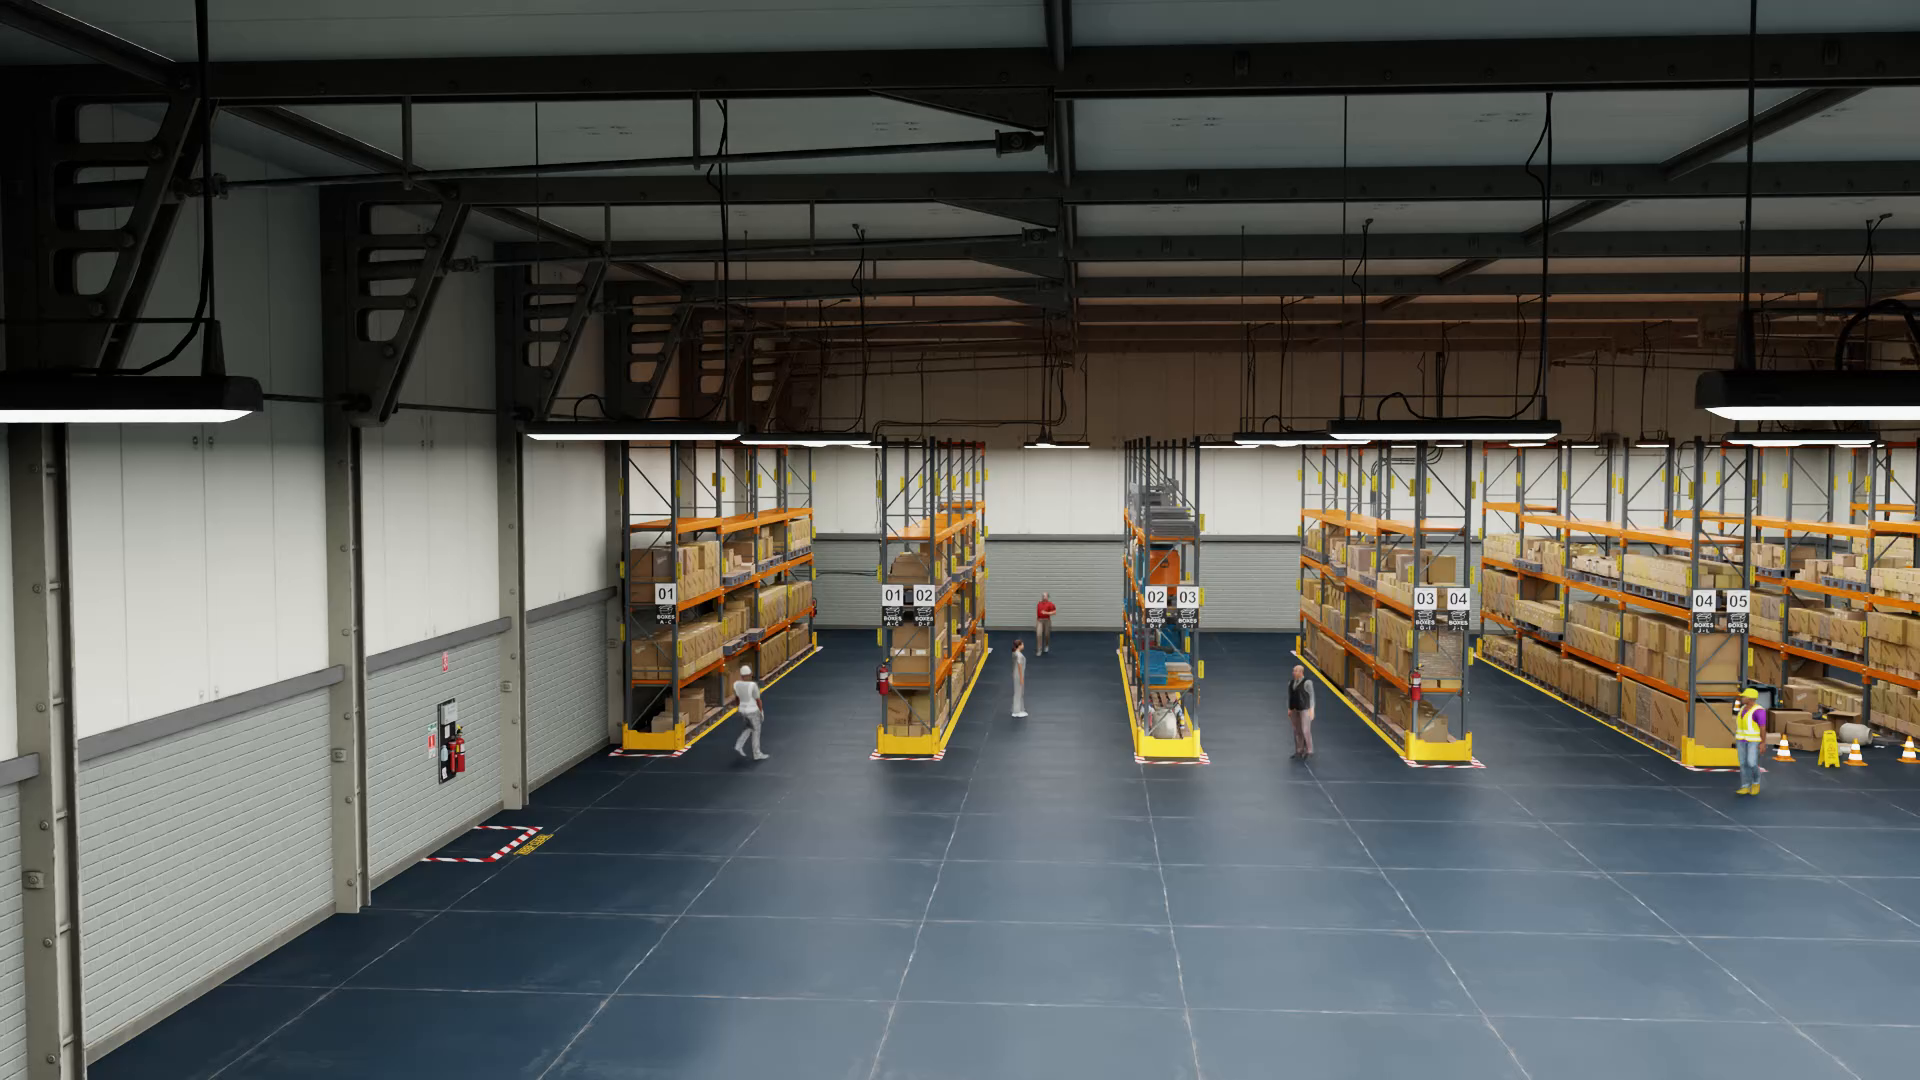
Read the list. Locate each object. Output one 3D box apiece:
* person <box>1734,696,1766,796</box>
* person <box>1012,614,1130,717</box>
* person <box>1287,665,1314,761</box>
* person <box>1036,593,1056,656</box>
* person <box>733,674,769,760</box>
[{"bbox_3d":[13.087,3.373,27.561,0.470,1.718,0.590,-2,4,-39],"label":"person"},{"bbox_3d":[2.784,2.803,39.261,4.414,1.703,6.736,0,3,-9],"label":"person"},{"bbox_3d":[6.319,3.220,30.944,0.369,1.762,0.544,-3,4,-43],"label":"person"},{"bbox_3d":[2.427,2.376,46.840,0.559,1.769,0.825,0,3,5],"label":"person"},{"bbox_3d":[10.052,2.160,33.427,24.040,3.560,16.667,-3,4,-45],"label":"person"}]
